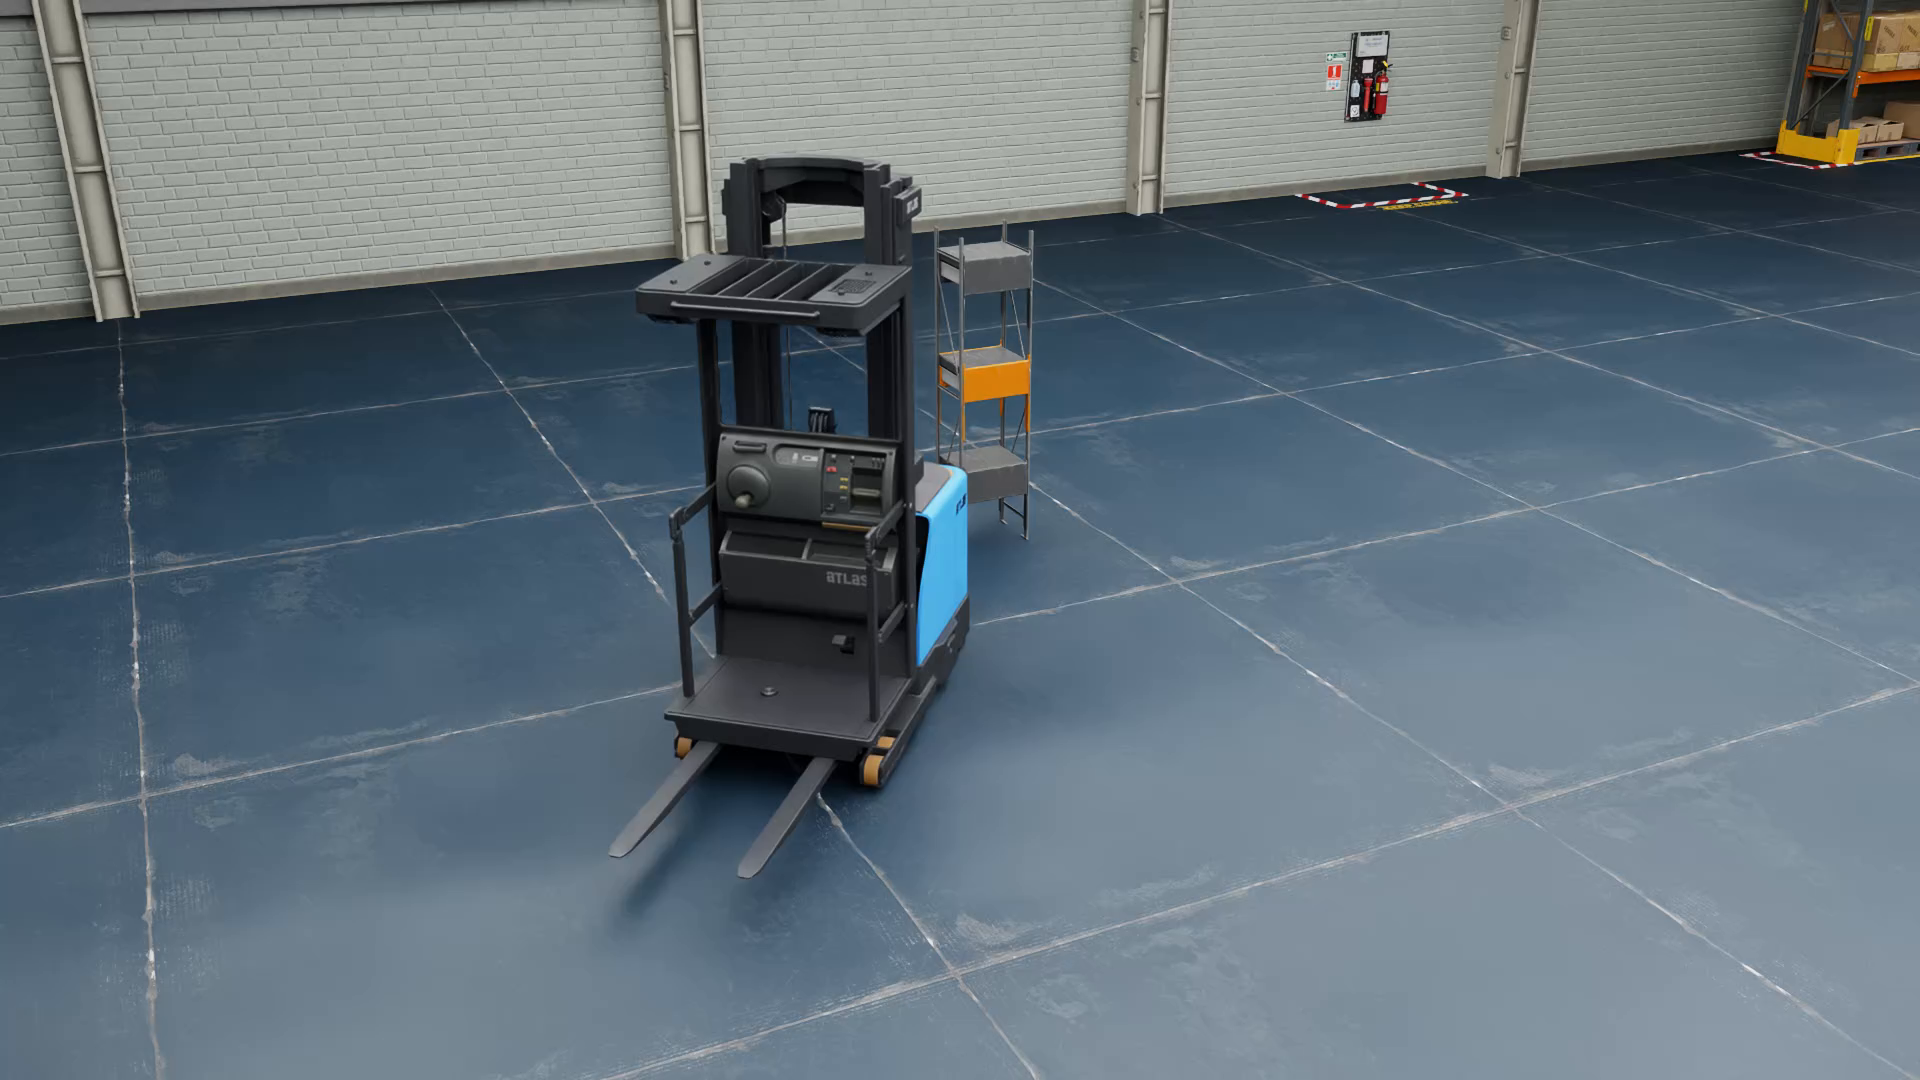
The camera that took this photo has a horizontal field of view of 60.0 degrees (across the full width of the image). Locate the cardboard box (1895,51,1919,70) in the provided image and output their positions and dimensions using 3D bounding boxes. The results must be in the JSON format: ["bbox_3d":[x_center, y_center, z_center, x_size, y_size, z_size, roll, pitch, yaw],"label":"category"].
[{"bbox_3d":[13.971,-7.199,24.889,0.500,0.250,0.500,-11,25,-25],"label":"cardboard box"}]

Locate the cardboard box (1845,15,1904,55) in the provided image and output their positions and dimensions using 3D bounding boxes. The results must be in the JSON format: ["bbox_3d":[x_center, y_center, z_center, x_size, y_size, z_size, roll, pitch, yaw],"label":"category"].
[{"bbox_3d":[13.493,-7.458,24.535,0.500,0.500,0.500,-10,25,-24],"label":"cardboard box"}]

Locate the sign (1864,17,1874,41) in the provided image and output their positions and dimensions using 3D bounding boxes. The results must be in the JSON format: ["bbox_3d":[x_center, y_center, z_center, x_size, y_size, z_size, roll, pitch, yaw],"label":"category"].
[{"bbox_3d":[13.168,-7.409,24.095,0.005,0.325,0.100,-10,25,-24],"label":"sign"}]

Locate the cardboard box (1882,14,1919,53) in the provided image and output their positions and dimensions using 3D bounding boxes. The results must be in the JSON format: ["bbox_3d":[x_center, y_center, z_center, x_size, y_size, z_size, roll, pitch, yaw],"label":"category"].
[{"bbox_3d":[13.942,-7.537,24.725,0.500,0.500,0.500,-10,25,-23],"label":"cardboard box"}]

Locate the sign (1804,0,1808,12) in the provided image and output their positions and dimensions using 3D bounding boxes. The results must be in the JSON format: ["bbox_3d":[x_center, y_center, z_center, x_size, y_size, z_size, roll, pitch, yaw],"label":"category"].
[{"bbox_3d":[12.710,-8.072,24.901,0.005,0.325,0.100,-10,25,-24],"label":"sign"}]

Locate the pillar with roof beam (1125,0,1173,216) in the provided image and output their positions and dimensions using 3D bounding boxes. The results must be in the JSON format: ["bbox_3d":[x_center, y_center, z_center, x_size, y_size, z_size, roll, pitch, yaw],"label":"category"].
[{"bbox_3d":[4.242,-6.908,16.173,0.400,9.000,9.100,-10,25,-24],"label":"pillar with roof beam"}]

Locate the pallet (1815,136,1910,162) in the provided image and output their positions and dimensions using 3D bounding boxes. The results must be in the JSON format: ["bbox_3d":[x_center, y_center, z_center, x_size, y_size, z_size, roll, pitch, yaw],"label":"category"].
[{"bbox_3d":[13.748,-6.043,25.572,1.213,0.211,1.003,-10,25,-24],"label":"pallet"}]

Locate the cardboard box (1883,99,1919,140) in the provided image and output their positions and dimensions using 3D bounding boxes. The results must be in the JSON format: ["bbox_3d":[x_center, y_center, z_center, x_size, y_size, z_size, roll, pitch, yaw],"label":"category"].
[{"bbox_3d":[14.791,-6.527,25.790,0.500,0.500,0.700,-12,25,-27],"label":"cardboard box"}]

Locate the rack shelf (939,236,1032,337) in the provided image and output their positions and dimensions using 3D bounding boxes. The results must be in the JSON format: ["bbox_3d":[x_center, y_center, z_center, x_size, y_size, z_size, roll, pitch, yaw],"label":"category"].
[{"bbox_3d":[0.149,-1.632,10.652,0.480,0.518,0.431,-10,25,-24],"label":"rack shelf"}]

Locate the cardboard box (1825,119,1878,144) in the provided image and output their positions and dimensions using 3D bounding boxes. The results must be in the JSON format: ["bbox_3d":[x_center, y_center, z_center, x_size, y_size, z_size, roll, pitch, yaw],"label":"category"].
[{"bbox_3d":[13.595,-6.241,25.345,0.500,0.311,0.500,-14,26,-30],"label":"cardboard box"}]

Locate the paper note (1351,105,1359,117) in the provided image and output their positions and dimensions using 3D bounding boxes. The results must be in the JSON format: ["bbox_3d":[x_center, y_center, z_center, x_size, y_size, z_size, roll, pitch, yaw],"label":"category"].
[{"bbox_3d":[5.349,-5.806,22.505,0.142,0.148,0.016,-10,25,-24],"label":"paper note"}]

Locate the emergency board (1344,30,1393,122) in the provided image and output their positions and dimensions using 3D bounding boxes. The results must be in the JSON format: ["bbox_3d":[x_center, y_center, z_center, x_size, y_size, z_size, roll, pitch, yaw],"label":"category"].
[{"bbox_3d":[5.538,-6.218,22.350,0.643,1.169,0.194,-10,25,-24],"label":"emergency board"}]

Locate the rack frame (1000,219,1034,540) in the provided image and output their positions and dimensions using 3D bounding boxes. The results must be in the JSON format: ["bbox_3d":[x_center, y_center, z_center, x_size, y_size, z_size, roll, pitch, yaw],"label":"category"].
[{"bbox_3d":[0.369,-1.038,11.013,0.015,2.100,0.400,-10,25,-24],"label":"rack frame"}]

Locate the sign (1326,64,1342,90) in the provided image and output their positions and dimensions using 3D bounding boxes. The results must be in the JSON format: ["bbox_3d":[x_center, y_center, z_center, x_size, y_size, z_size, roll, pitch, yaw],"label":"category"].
[{"bbox_3d":[4.995,-6.179,22.208,0.234,0.329,0.001,-10,25,-24],"label":"sign"}]

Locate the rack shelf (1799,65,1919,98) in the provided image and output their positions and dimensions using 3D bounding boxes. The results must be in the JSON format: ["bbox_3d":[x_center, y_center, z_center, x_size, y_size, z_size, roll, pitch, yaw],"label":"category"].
[{"bbox_3d":[14.734,-7.195,25.652,4.000,0.370,1.077,-10,25,-24],"label":"rack shelf"}]

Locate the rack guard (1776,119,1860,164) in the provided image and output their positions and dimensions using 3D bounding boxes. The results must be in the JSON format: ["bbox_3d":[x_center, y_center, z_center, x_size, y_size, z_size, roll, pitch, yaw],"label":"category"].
[{"bbox_3d":[13.001,-6.054,25.221,0.348,0.500,1.175,-10,25,-24],"label":"rack guard"}]

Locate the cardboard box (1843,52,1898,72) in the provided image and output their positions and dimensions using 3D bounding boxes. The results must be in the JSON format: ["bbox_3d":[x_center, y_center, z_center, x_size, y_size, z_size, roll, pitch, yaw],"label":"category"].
[{"bbox_3d":[13.510,-7.108,24.669,0.500,0.250,0.500,-11,25,-25],"label":"cardboard box"}]

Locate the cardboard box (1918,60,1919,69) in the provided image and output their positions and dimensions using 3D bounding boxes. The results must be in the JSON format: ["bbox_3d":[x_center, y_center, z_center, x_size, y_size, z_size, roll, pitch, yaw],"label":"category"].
[{"bbox_3d":[14.433,-7.281,25.088,0.500,0.250,0.500,-11,25,-24],"label":"cardboard box"}]

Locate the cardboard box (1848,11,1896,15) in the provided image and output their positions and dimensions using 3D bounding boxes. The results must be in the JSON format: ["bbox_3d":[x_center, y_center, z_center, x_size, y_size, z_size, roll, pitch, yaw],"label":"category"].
[{"bbox_3d":[13.723,-7.714,25.153,0.500,0.500,0.500,-10,25,-23],"label":"cardboard box"}]

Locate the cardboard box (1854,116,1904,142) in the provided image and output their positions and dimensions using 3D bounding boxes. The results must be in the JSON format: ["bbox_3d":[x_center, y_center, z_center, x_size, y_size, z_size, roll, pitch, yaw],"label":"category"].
[{"bbox_3d":[14.108,-6.335,25.573,0.500,0.311,0.500,-8,24,-19],"label":"cardboard box"}]

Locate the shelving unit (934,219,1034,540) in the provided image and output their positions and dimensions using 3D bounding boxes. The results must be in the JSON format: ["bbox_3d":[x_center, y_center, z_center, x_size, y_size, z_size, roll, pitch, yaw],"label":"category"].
[{"bbox_3d":[0.149,-0.998,10.915,0.503,2.100,0.431,-10,25,-24],"label":"shelving unit"}]

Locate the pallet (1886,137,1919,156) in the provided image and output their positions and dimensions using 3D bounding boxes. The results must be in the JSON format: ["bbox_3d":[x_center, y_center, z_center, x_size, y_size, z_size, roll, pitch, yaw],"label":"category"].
[{"bbox_3d":[14.846,-6.244,26.058,1.213,0.211,1.003,-10,25,-24],"label":"pallet"}]

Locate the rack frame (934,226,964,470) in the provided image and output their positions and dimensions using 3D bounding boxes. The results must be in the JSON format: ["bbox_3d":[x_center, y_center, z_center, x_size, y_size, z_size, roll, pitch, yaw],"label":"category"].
[{"bbox_3d":[-0.071,-0.957,10.817,0.015,2.100,0.400,-10,25,-24],"label":"rack frame"}]

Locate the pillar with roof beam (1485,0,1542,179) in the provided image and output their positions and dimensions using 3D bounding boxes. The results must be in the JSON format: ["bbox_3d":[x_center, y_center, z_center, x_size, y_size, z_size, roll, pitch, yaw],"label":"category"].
[{"bbox_3d":[9.649,-7.903,18.577,0.400,9.000,9.100,-10,25,-24],"label":"pillar with roof beam"}]

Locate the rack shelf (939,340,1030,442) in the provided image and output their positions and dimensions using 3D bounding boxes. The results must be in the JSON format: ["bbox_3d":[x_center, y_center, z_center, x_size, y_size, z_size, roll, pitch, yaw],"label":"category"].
[{"bbox_3d":[0.149,-0.985,10.920,0.480,0.518,0.431,-10,25,-24],"label":"rack shelf"}]

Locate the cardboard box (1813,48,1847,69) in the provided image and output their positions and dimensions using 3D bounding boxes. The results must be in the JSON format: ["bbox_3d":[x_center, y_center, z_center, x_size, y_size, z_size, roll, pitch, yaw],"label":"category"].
[{"bbox_3d":[13.269,-7.280,25.086,0.500,0.250,0.500,-10,25,-23],"label":"cardboard box"}]

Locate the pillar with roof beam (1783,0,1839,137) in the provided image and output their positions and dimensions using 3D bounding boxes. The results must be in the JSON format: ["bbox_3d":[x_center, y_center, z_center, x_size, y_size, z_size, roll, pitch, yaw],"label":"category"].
[{"bbox_3d":[15.055,-8.899,20.982,0.400,9.000,9.100,-10,25,-24],"label":"pillar with roof beam"}]

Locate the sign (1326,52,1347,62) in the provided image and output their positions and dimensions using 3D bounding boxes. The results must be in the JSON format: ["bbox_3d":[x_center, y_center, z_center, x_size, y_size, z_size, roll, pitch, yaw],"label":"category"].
[{"bbox_3d":[5.003,-6.421,22.101,0.331,0.109,0.001,-10,25,-24],"label":"sign"}]

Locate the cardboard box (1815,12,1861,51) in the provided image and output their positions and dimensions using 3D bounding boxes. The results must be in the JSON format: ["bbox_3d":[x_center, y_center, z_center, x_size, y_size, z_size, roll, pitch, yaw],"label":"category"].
[{"bbox_3d":[13.265,-7.634,24.960,0.500,0.500,0.500,-11,25,-24],"label":"cardboard box"}]

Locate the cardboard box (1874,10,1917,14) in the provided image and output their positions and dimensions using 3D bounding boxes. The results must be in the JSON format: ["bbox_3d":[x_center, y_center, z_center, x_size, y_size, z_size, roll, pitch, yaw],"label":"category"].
[{"bbox_3d":[14.187,-7.801,25.364,0.500,0.500,0.500,-11,25,-25],"label":"cardboard box"}]

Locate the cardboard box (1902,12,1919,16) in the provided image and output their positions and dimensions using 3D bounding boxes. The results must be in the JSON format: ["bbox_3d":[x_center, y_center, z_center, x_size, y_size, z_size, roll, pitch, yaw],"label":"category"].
[{"bbox_3d":[14.411,-7.620,24.927,0.500,0.500,0.500,-11,25,-25],"label":"cardboard box"}]

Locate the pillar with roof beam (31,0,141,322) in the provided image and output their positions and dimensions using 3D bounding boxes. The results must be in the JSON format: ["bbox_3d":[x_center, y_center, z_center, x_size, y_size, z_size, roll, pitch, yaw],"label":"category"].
[{"bbox_3d":[-6.570,-4.918,11.364,0.400,9.000,9.100,-10,25,-24],"label":"pillar with roof beam"}]

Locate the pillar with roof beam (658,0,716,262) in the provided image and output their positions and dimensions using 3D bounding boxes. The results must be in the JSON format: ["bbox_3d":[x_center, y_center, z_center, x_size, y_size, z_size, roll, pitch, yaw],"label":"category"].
[{"bbox_3d":[-1.164,-5.913,13.769,0.400,9.000,9.100,-10,25,-24],"label":"pillar with roof beam"}]

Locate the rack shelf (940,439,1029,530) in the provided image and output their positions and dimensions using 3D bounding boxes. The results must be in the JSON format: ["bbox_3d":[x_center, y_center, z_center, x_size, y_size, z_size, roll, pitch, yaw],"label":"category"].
[{"bbox_3d":[0.149,-0.338,11.188,0.480,0.518,0.431,-10,25,-24],"label":"rack shelf"}]

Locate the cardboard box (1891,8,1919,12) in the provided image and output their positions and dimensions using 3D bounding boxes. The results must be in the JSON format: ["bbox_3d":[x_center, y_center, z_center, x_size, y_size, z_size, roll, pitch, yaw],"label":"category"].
[{"bbox_3d":[14.640,-7.885,25.566,0.500,0.500,0.500,-10,25,-23],"label":"cardboard box"}]

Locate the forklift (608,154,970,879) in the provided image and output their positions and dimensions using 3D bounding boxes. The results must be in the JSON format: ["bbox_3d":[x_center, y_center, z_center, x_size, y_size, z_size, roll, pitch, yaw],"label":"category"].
[{"bbox_3d":[-0.826,-0.286,8.108,1.130,2.935,3.031,6,23,14],"label":"forklift"}]

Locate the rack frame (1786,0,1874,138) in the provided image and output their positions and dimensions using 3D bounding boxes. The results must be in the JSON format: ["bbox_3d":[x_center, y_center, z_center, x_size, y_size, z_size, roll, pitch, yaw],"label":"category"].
[{"bbox_3d":[12.932,-7.196,24.713,0.127,3.000,1.000,-10,25,-24],"label":"rack frame"}]
